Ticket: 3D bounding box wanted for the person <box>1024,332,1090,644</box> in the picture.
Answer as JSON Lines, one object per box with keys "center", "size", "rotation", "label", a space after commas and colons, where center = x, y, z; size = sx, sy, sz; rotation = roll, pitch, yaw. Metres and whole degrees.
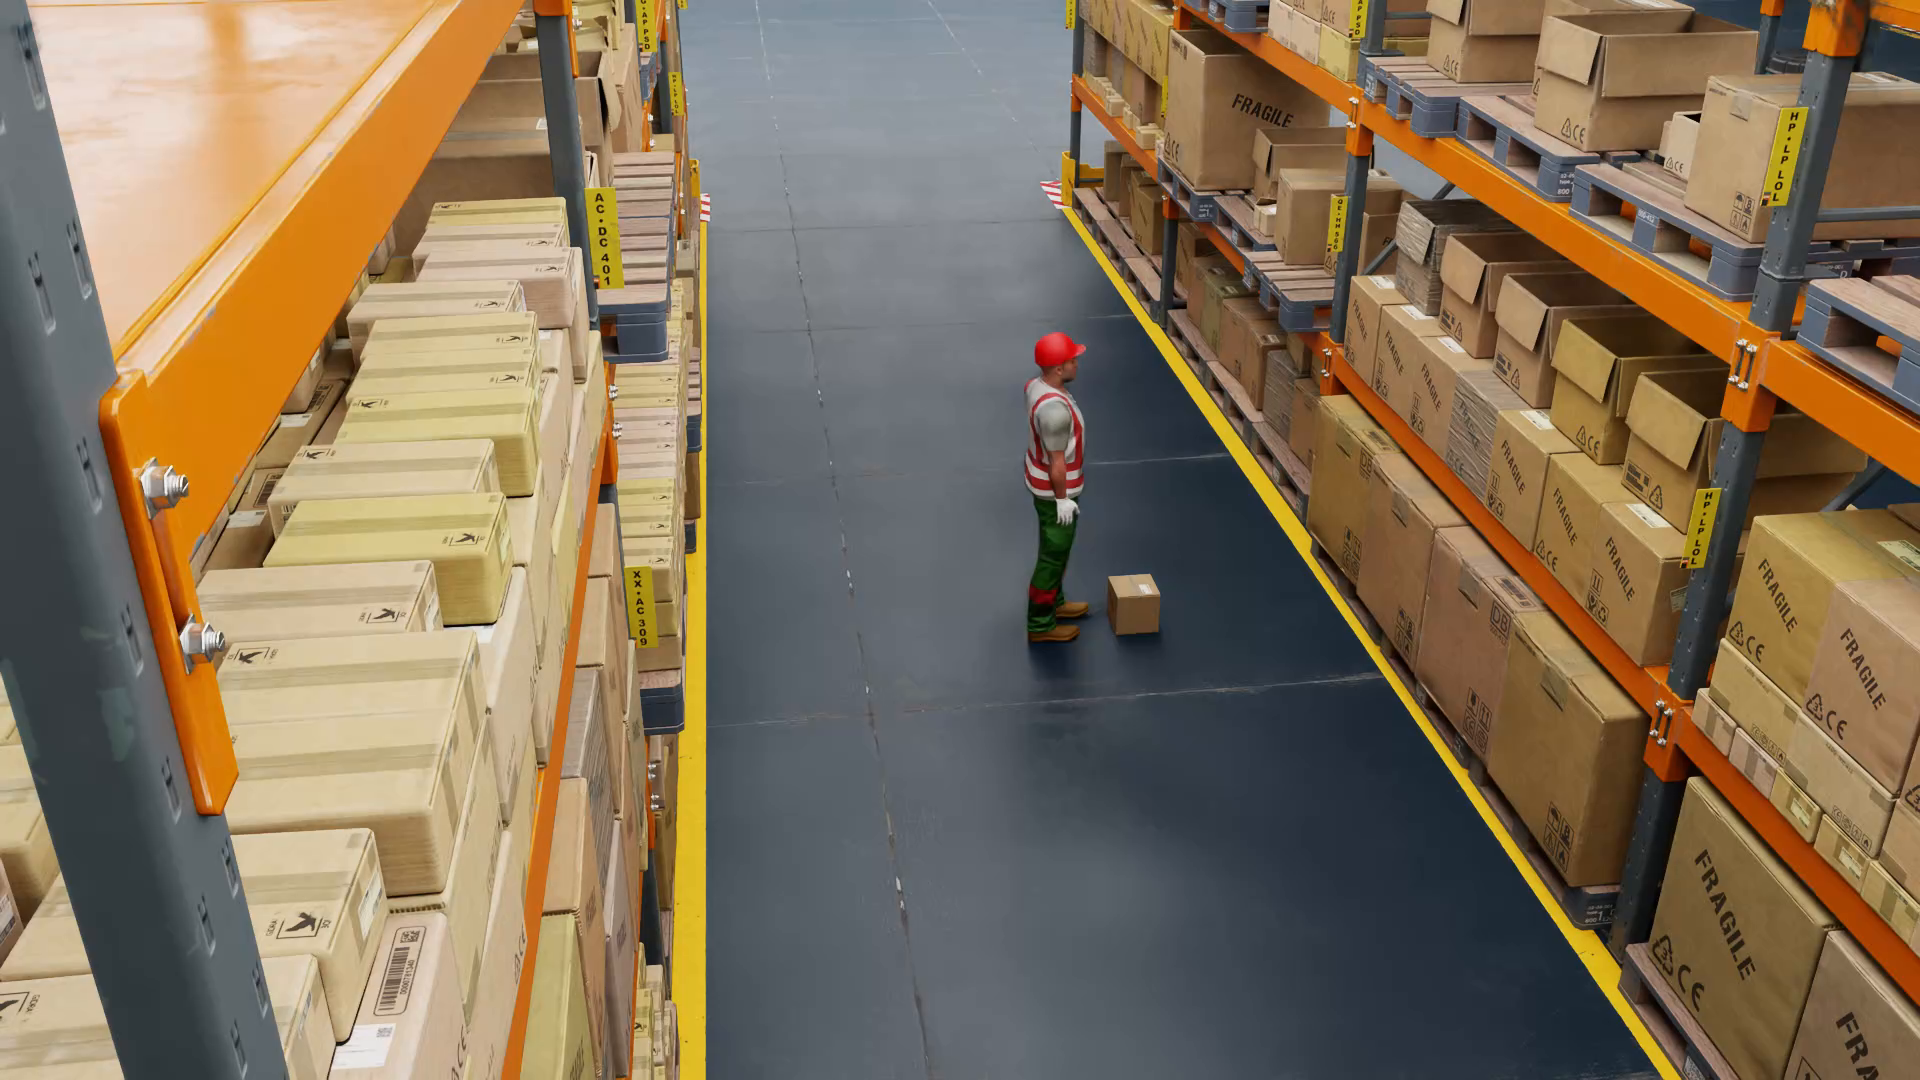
{"center": [0.565, -0.293, 9.169], "size": [0.414, 1.793, 0.525], "rotation": [-3, 27, -6], "label": "person"}
